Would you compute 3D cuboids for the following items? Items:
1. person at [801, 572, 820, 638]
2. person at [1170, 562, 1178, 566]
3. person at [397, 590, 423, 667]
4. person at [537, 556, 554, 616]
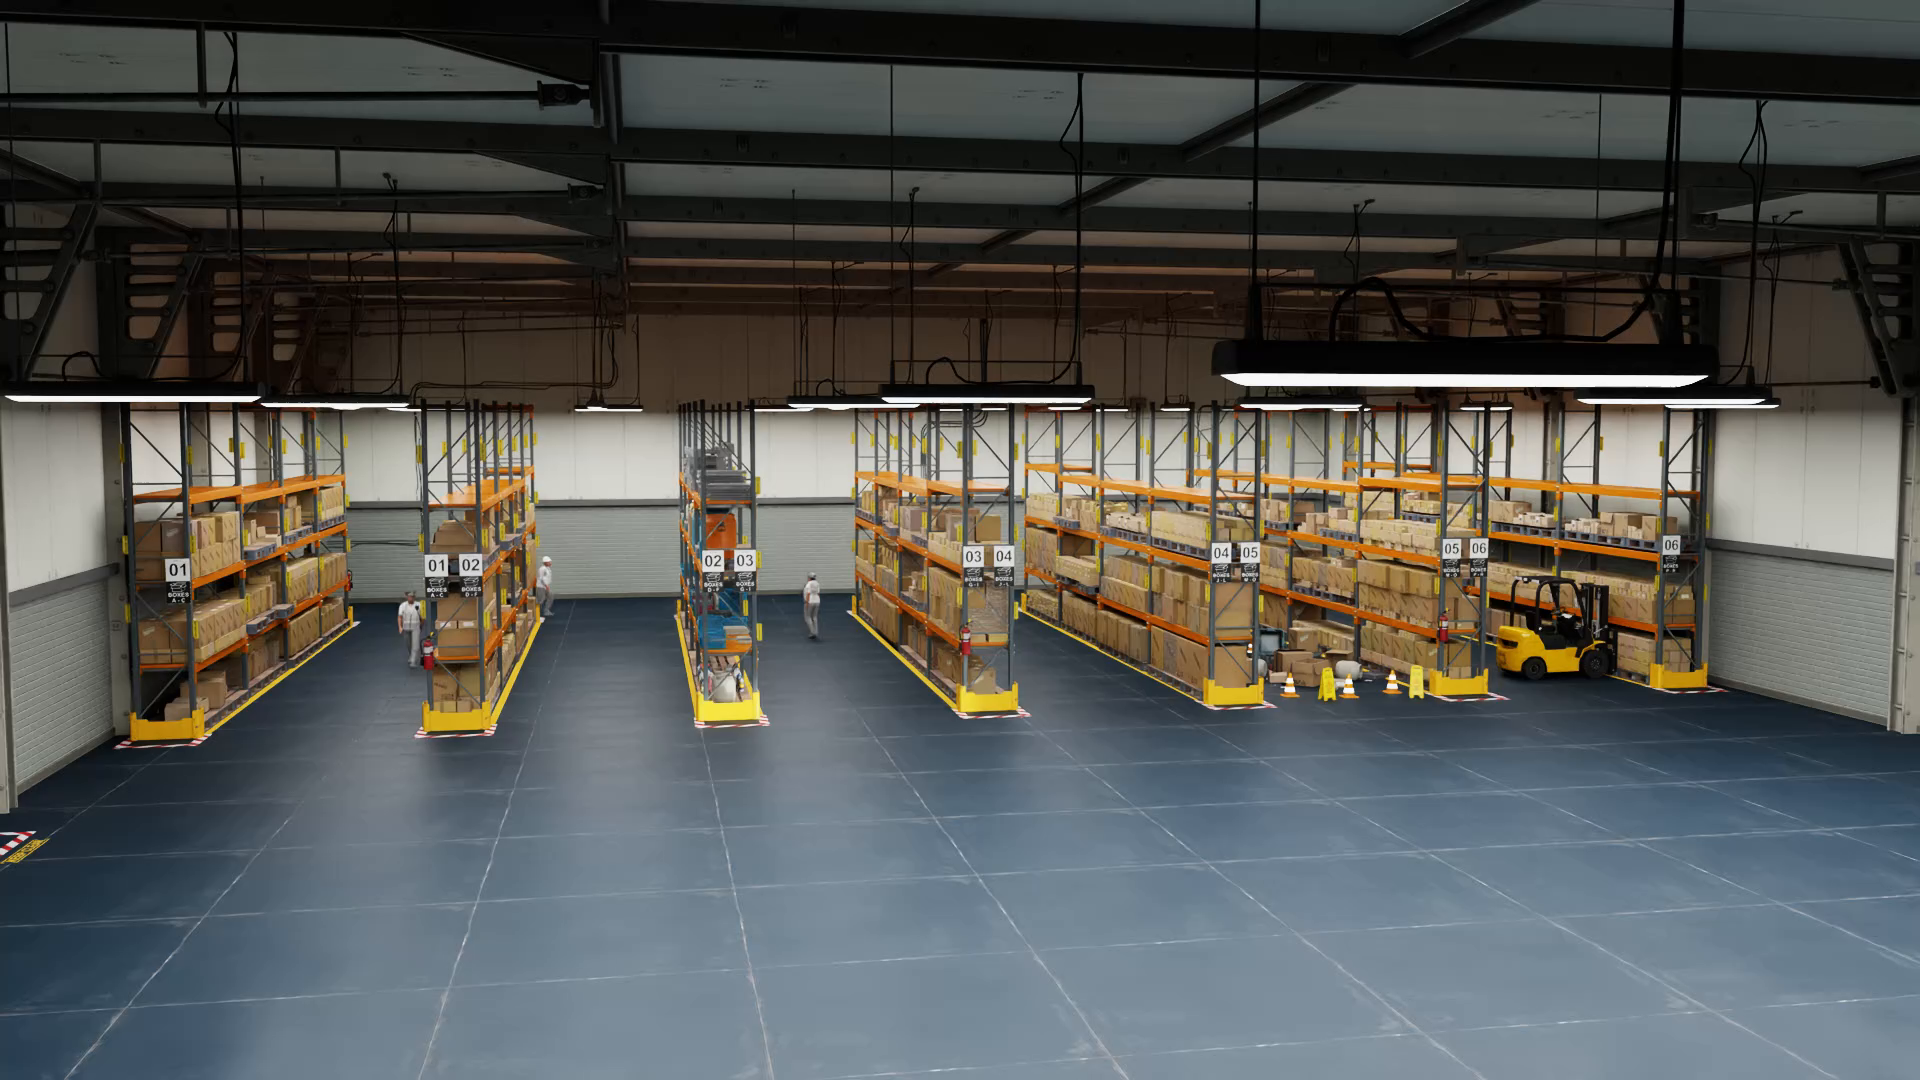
[{"bbox_3d":[-3.812,1.692,42.855,0.428,1.729,0.520,3,5,38],"label":"person"},{"bbox_3d":[6.021,1.415,46.620,0.373,1.612,0.445,2,5,30],"label":"person"},{"bbox_3d":[-12.519,1.987,37.851,0.525,1.700,1.077,-1,4,-8],"label":"person"},{"bbox_3d":[-11.923,1.313,47.151,0.779,1.703,0.673,0,4,-3],"label":"person"}]
